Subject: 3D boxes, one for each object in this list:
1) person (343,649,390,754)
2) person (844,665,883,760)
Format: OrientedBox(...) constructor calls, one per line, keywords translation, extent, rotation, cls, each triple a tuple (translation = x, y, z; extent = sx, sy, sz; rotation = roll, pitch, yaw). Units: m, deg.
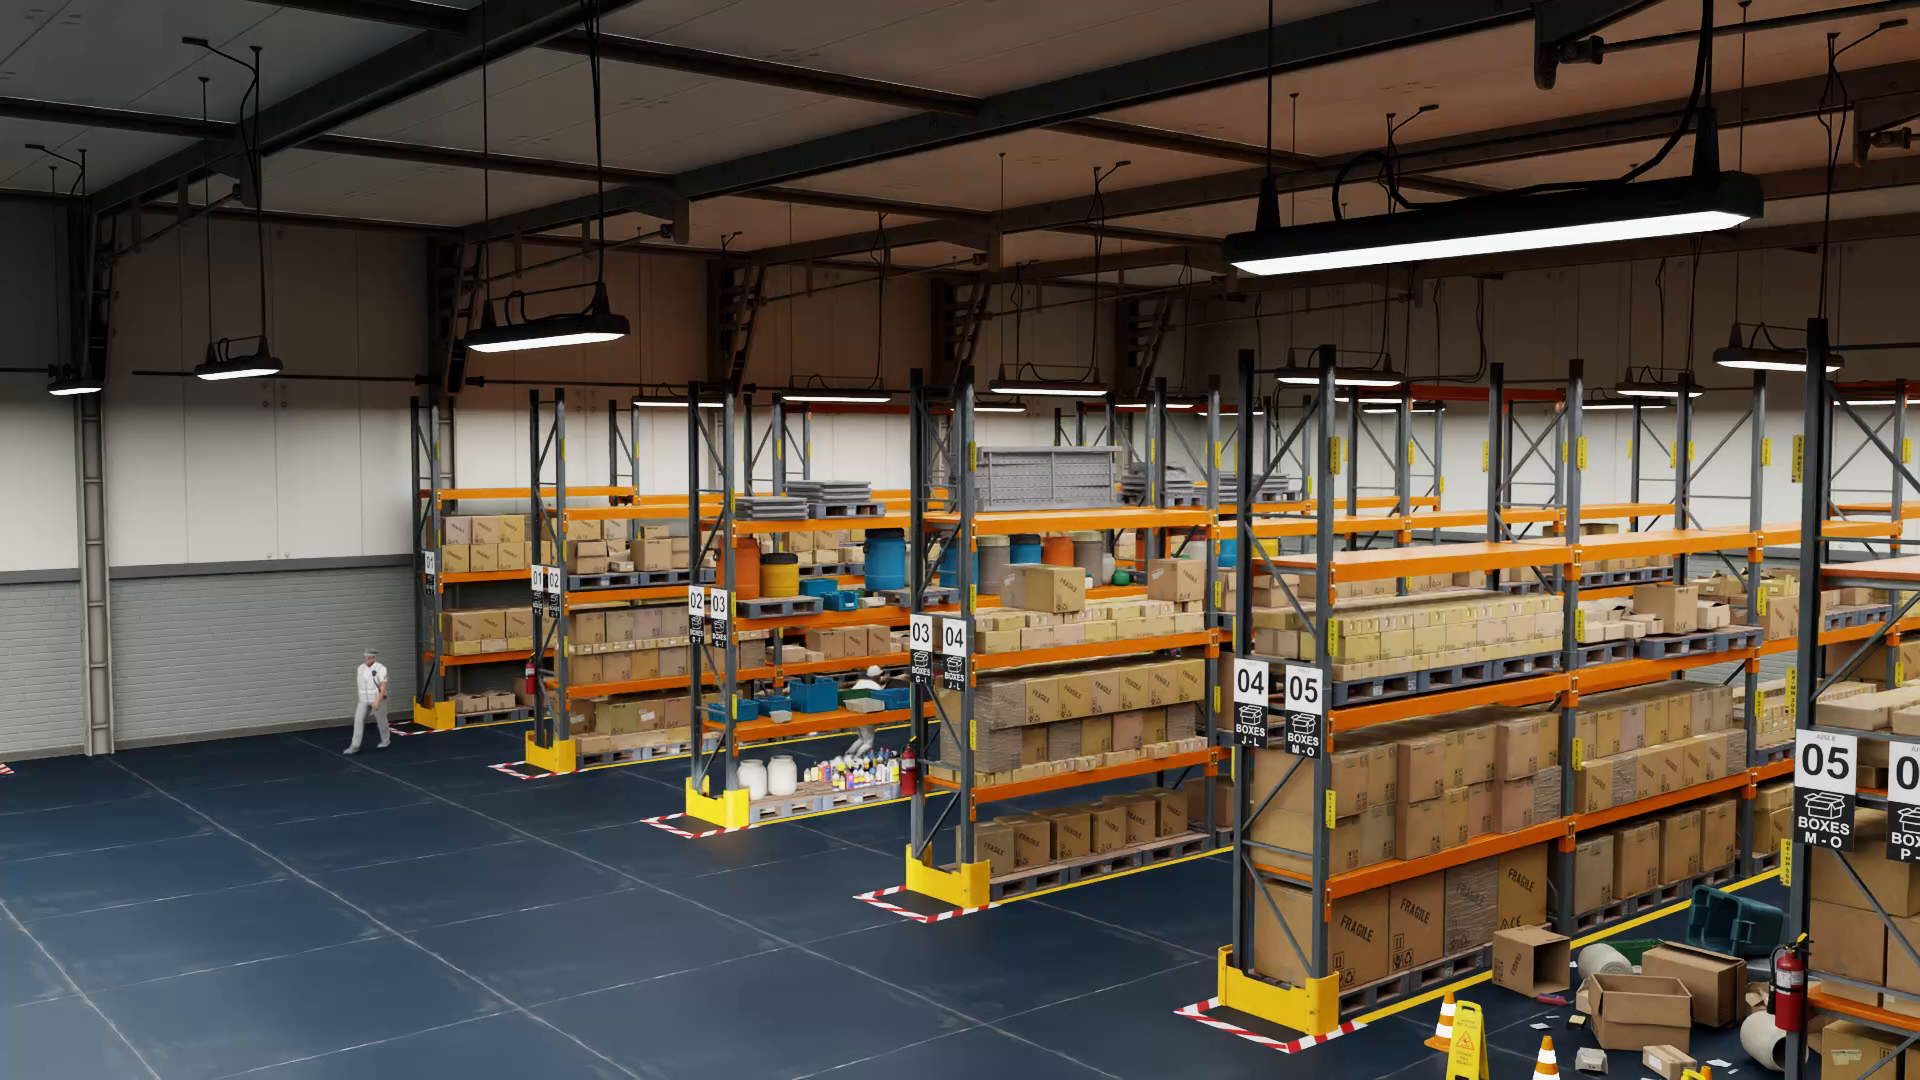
OrientedBox(translation=(-9.825, 2.656, 27.666), extent=(0.568, 1.698, 0.981), rotation=(0, 3, 3), cls="person")
OrientedBox(translation=(-1.469, 2.802, 26.095), extent=(0.772, 1.661, 0.685), rotation=(-3, 4, -38), cls="person")
